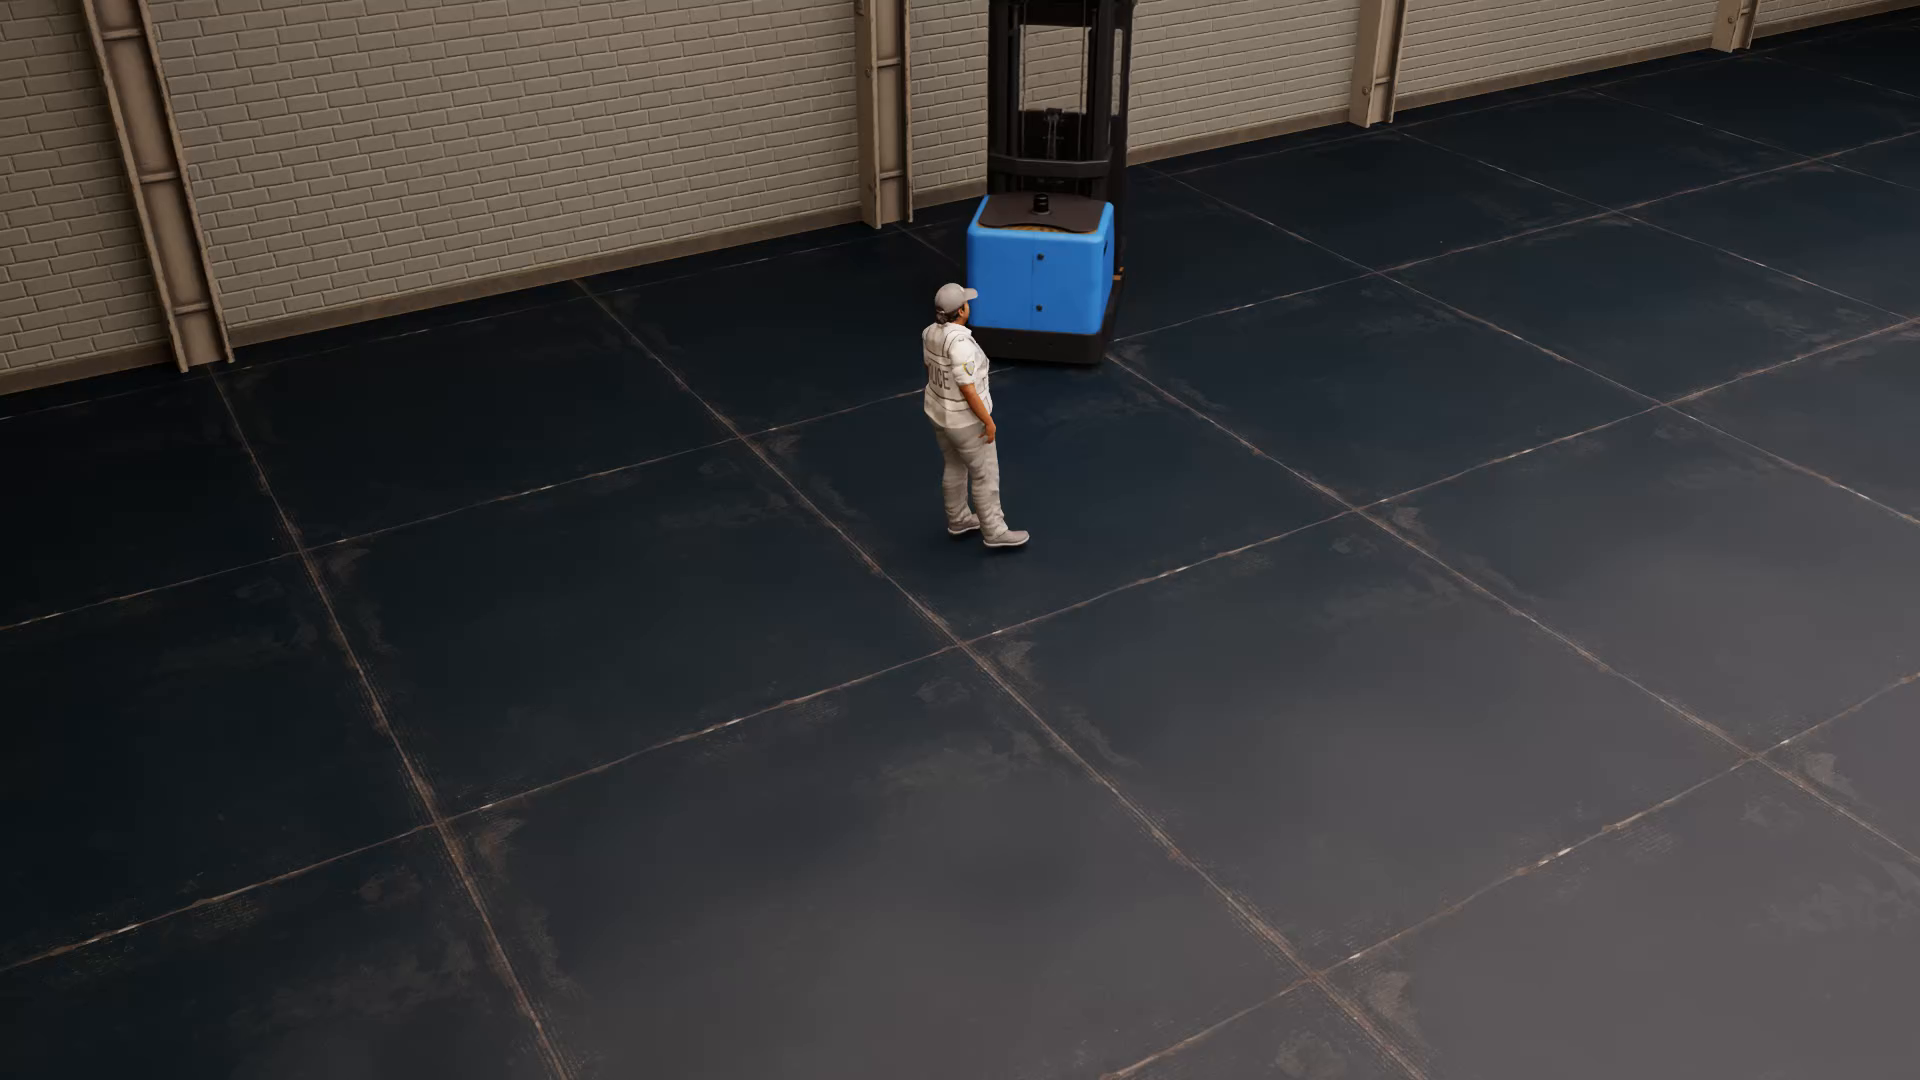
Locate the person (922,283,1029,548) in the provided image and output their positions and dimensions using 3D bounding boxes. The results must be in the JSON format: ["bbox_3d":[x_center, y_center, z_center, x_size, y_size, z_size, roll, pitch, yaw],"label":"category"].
[{"bbox_3d":[0.077,-0.766,10.064,0.529,1.670,0.597,-17,35,-26],"label":"person"}]

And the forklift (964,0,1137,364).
[{"bbox_3d":[0.803,-3.330,13.208,1.130,2.935,3.031,5,31,9],"label":"forklift"}]
